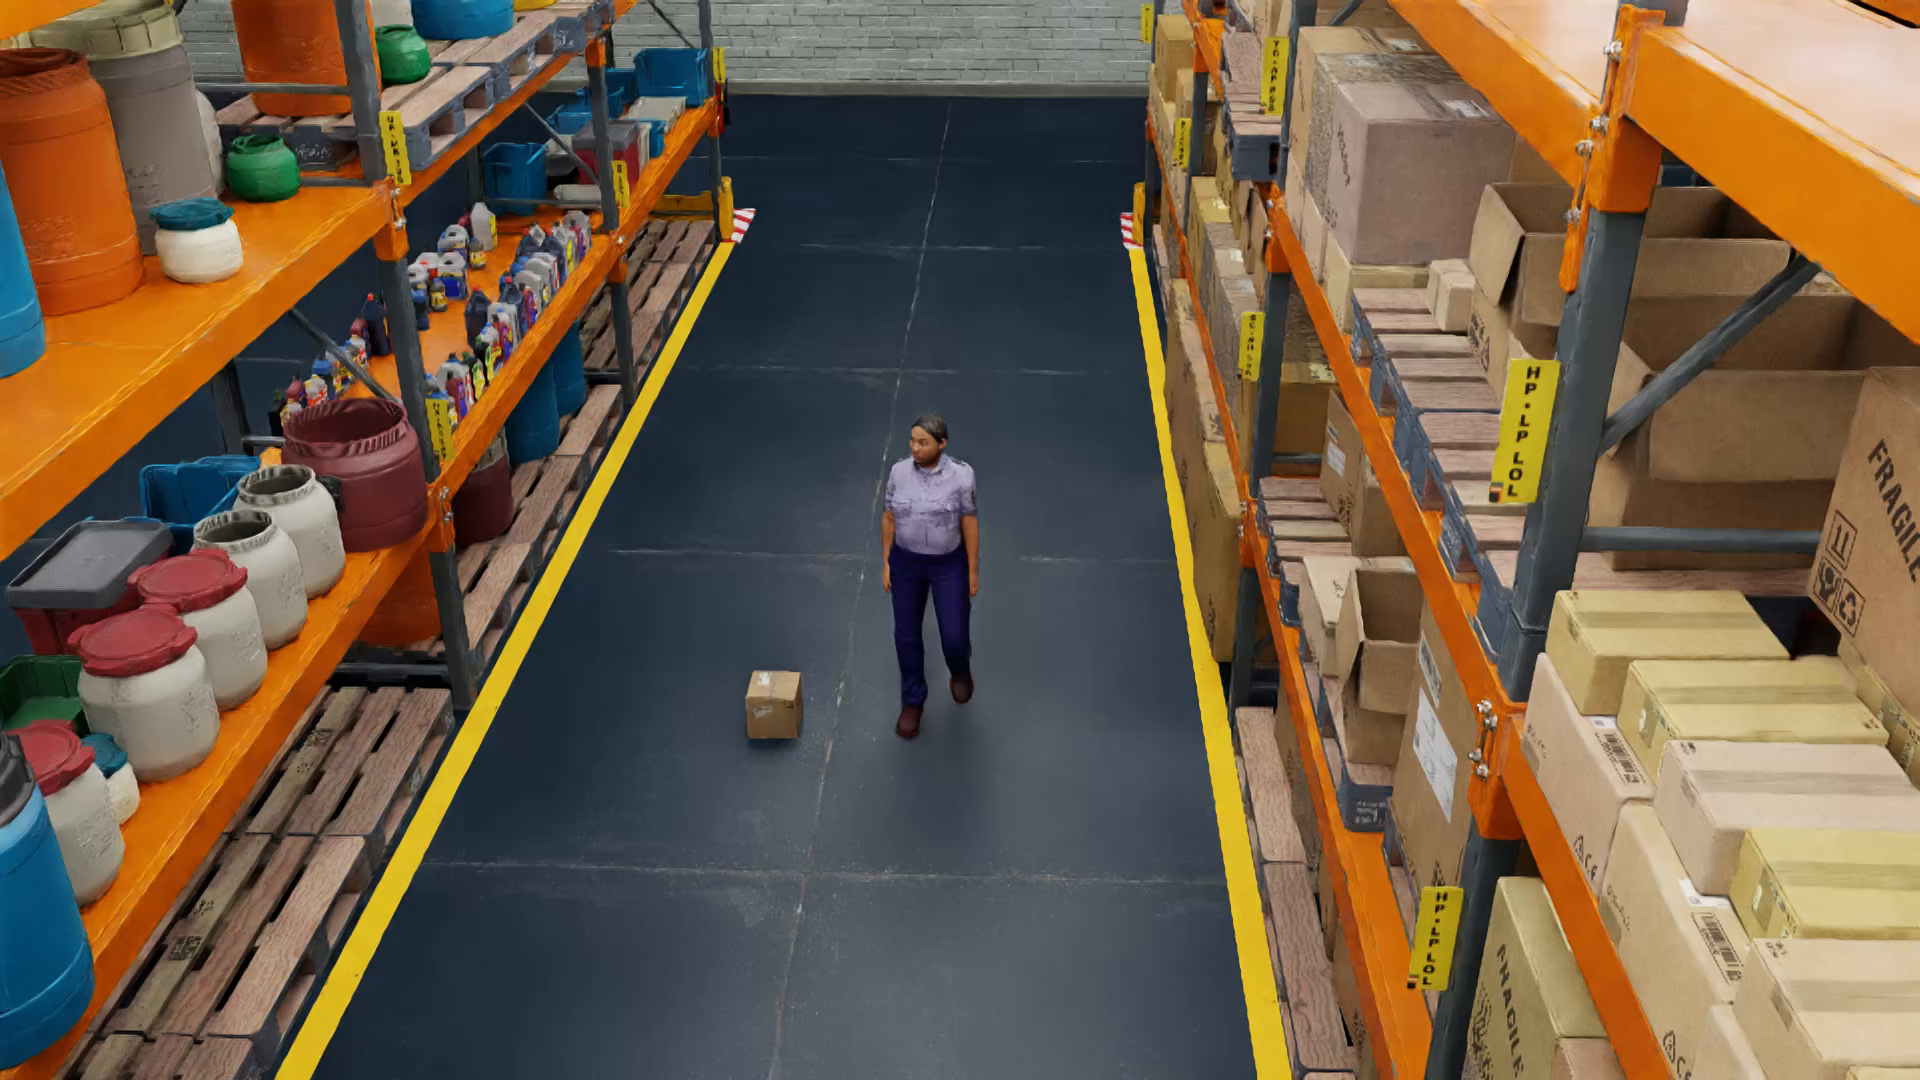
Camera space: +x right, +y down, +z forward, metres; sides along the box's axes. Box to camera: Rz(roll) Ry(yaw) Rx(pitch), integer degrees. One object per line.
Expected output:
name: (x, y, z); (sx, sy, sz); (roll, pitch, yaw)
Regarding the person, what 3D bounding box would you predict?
person: (-0.168, 0.262, 8.350); (0.496, 1.444, 0.533); (6, 29, 12)
